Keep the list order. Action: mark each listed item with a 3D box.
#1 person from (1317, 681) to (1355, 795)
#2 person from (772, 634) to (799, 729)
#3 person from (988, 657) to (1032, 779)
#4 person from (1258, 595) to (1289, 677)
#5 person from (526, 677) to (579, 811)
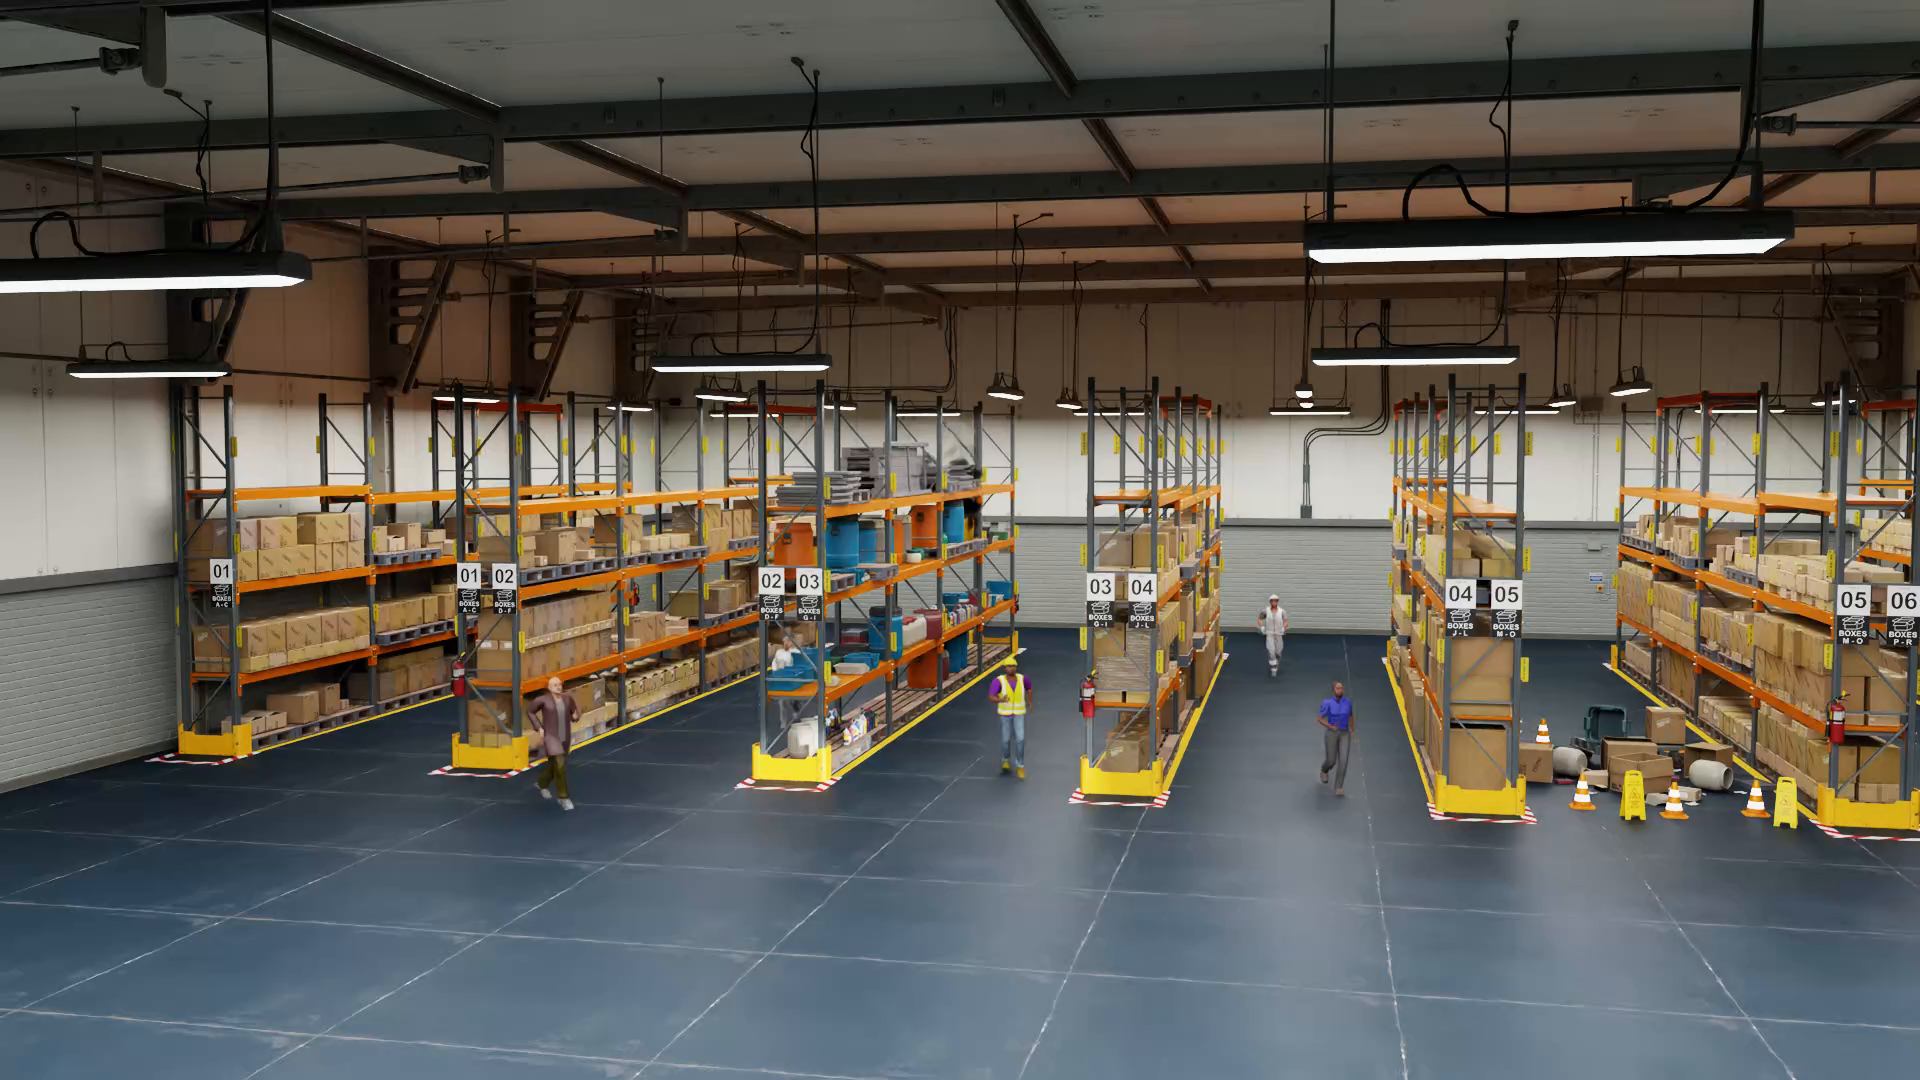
[{"bbox_3d":[5.457,2.844,24.080,0.578,1.618,0.684,0,3,-6],"label":"person"},{"bbox_3d":[-3.092,2.498,29.770,0.626,1.665,0.804,0,3,5],"label":"person"},{"bbox_3d":[0.779,2.702,25.346,0.707,1.842,0.716,0,3,-5],"label":"person"},{"bbox_3d":[6.861,2.083,36.435,0.667,1.766,0.740,0,3,6],"label":"person"},{"bbox_3d":[-5.618,2.808,23.221,0.938,1.813,0.681,3,4,43],"label":"person"}]
